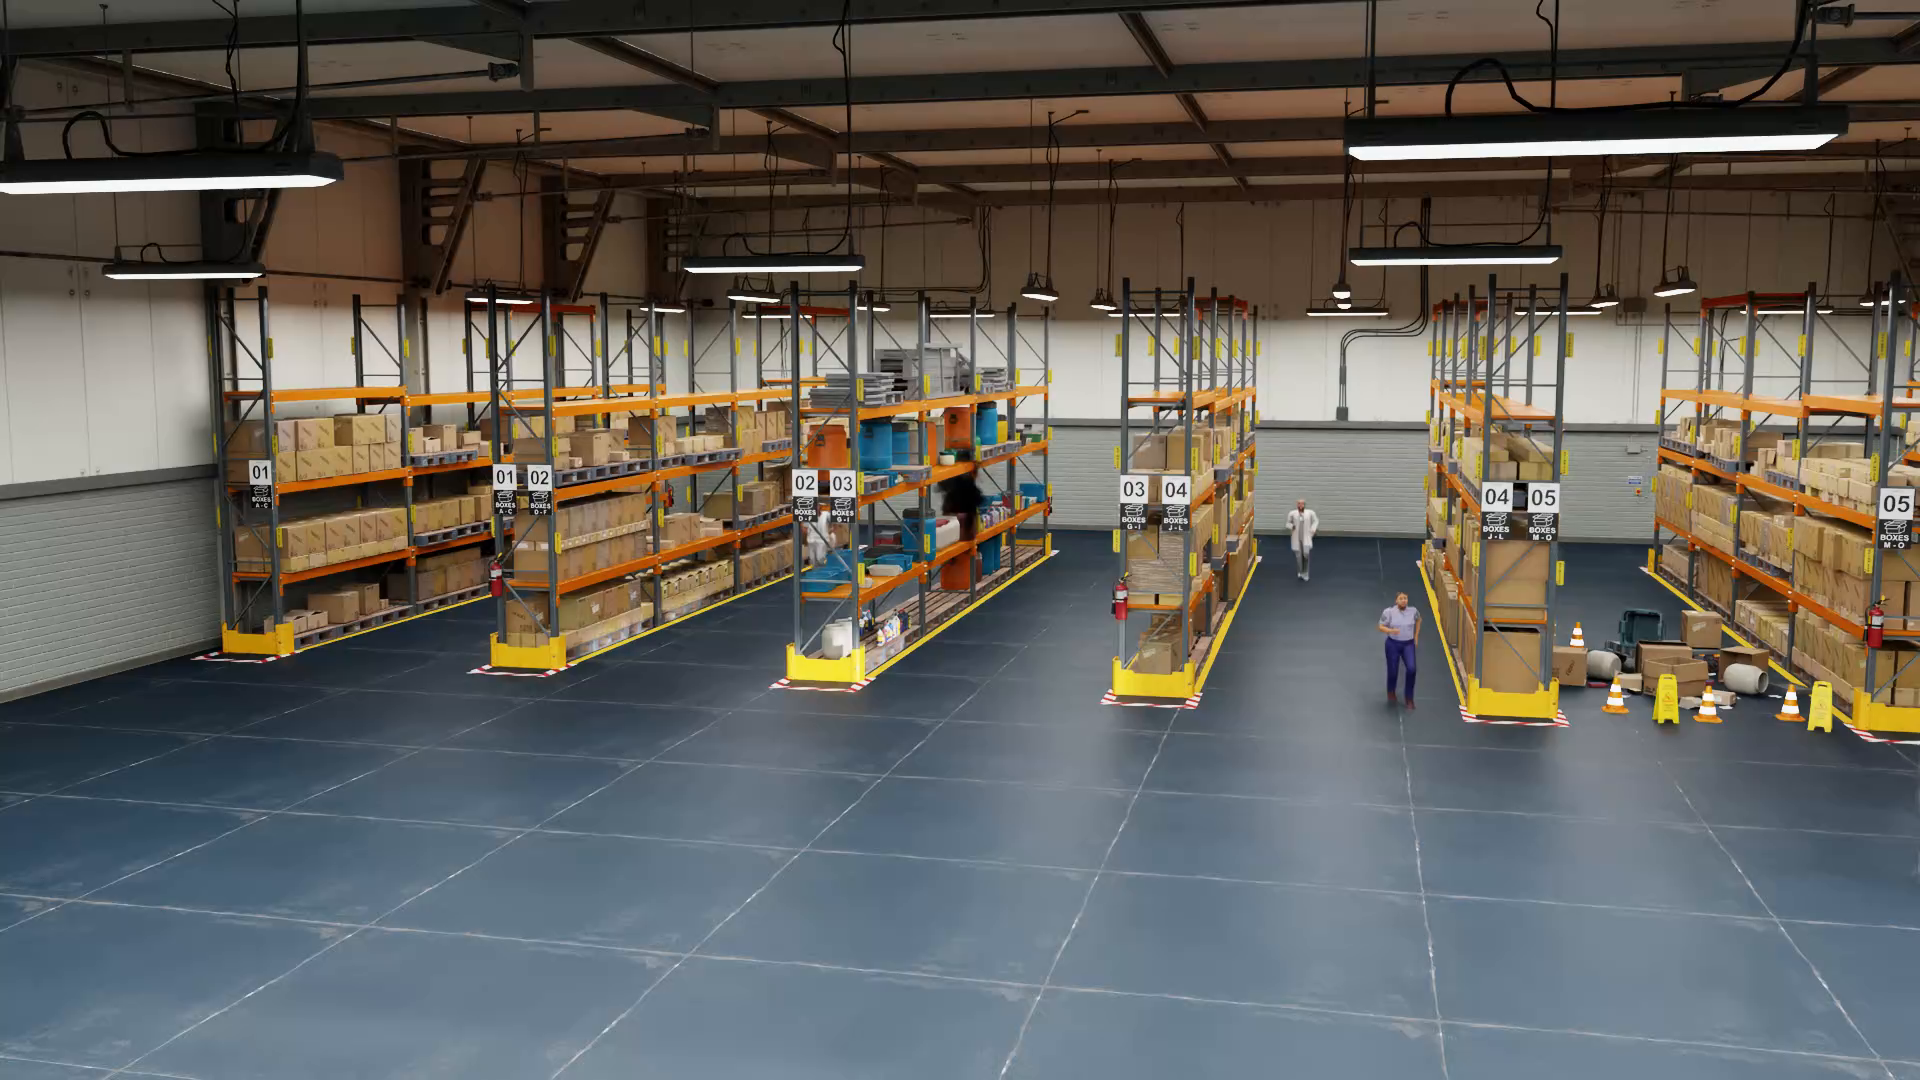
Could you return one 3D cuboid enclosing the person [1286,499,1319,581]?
[{"bbox_3d":[7.395,-0.001,36.018,0.681,1.796,0.775,2,7,16],"label":"person"}]

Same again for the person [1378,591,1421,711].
[{"bbox_3d":[6.162,1.573,23.361,0.596,1.603,0.796,1,7,5],"label":"person"}]

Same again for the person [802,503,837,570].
[{"bbox_3d":[-2.799,0.093,32.690,0.658,1.829,0.677,1,7,12],"label":"person"}]
